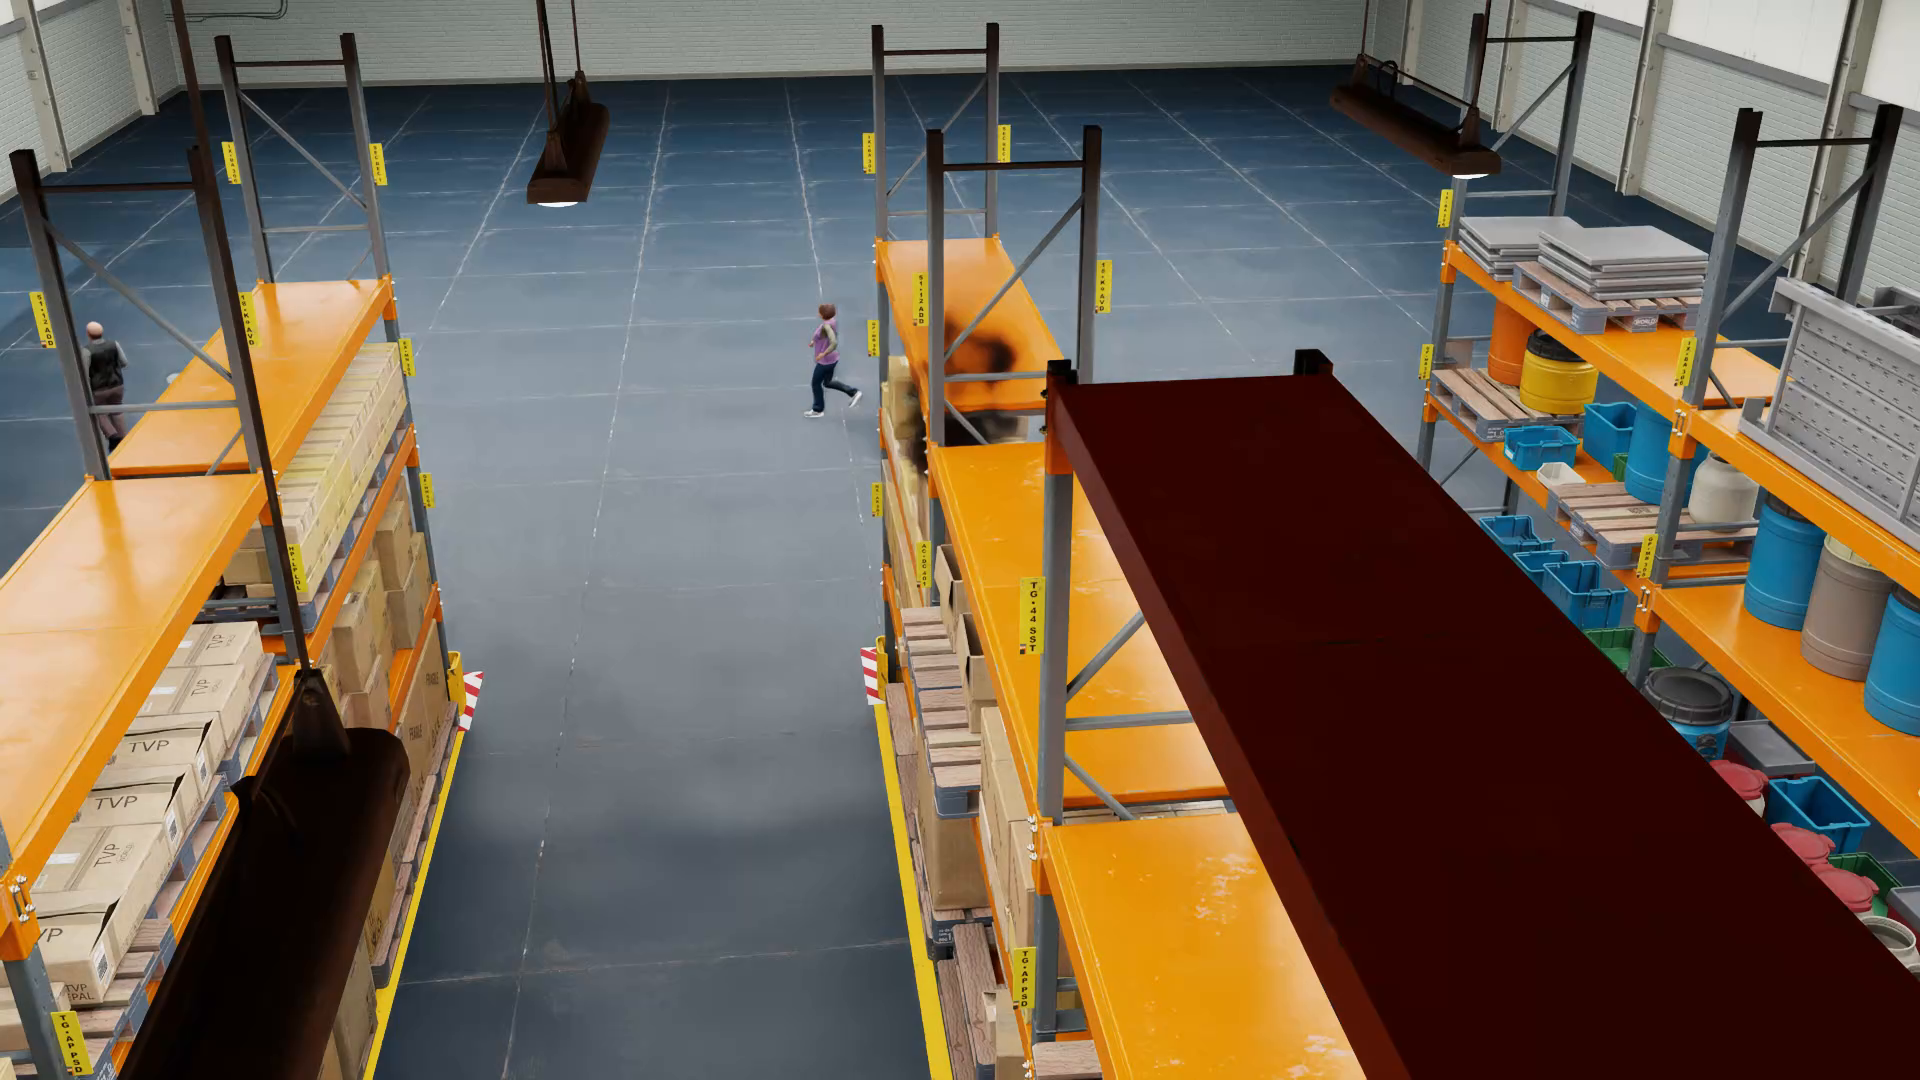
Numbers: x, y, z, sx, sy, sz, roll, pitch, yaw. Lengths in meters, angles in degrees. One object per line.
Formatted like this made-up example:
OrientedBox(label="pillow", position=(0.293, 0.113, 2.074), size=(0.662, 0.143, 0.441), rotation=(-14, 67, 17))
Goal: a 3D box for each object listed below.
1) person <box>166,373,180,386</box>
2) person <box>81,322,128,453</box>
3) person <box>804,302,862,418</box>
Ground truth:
OrientedBox(label="person", position=(-8.629, -1.059, 18.724), size=(0.892, 1.678, 0.576), rotation=(19, 31, 34))
OrientedBox(label="person", position=(-10.584, -1.894, 20.510), size=(0.578, 1.676, 0.650), rotation=(19, 32, 35))
OrientedBox(label="person", position=(-1.677, -2.314, 21.537), size=(0.790, 1.586, 0.538), rotation=(5, 26, 10))
